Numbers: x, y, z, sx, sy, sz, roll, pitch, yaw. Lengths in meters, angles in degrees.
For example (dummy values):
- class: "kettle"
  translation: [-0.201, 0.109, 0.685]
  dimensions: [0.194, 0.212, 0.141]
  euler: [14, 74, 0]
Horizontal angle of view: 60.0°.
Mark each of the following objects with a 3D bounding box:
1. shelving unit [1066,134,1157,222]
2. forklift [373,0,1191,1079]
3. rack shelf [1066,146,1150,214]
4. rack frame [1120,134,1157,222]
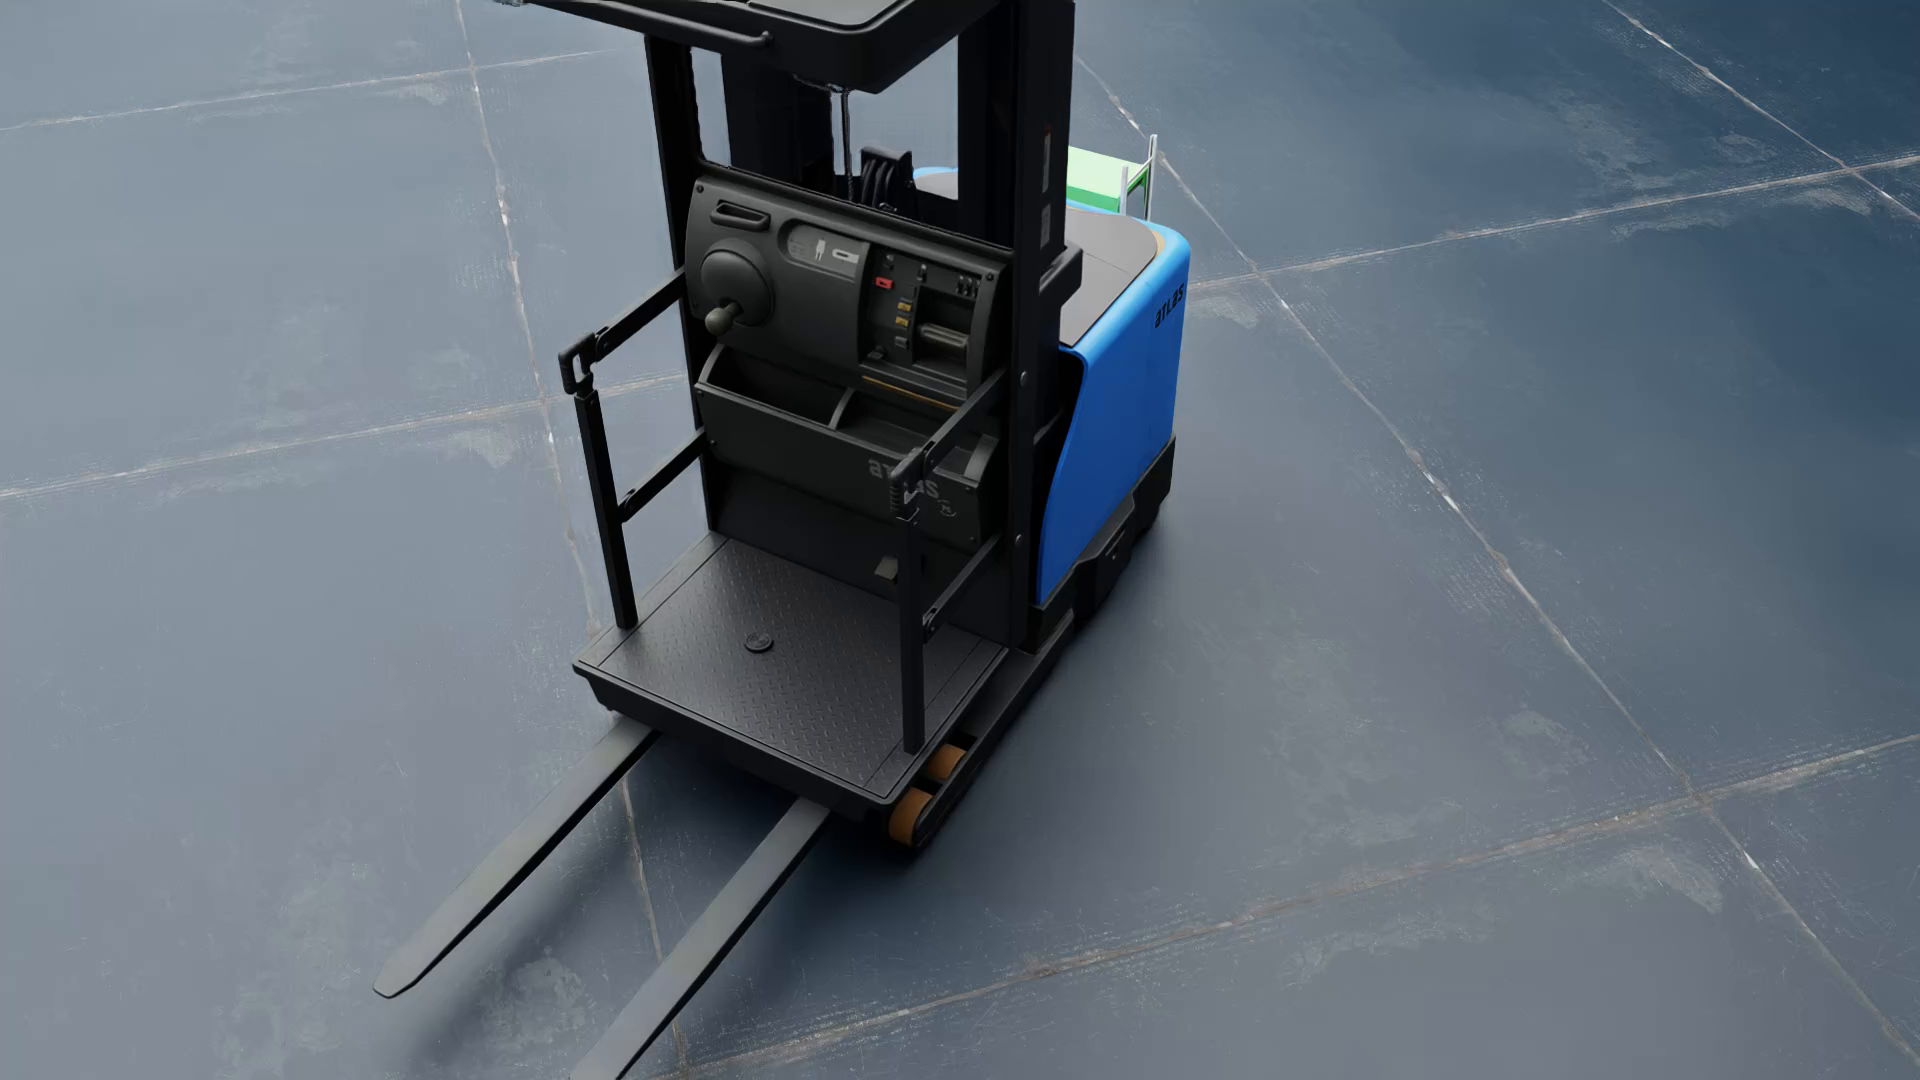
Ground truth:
- class: "shelving unit"
  translation: [0.367, -0.885, 5.851]
  dimensions: [0.503, 1.200, 0.258]
  euler: [20, 45, 22]
- class: "forklift"
  translation: [-0.424, -0.577, 4.183]
  dimensions: [1.130, 2.935, 3.031]
  euler: [21, 45, 22]
- class: "rack shelf"
  translation: [0.367, -1.198, 5.577]
  dimensions: [0.480, 0.148, 0.258]
  euler: [20, 45, 22]
- class: "rack frame"
  translation: [0.581, -0.807, 5.761]
  dimensions: [0.015, 1.200, 0.240]
  euler: [20, 45, 22]
